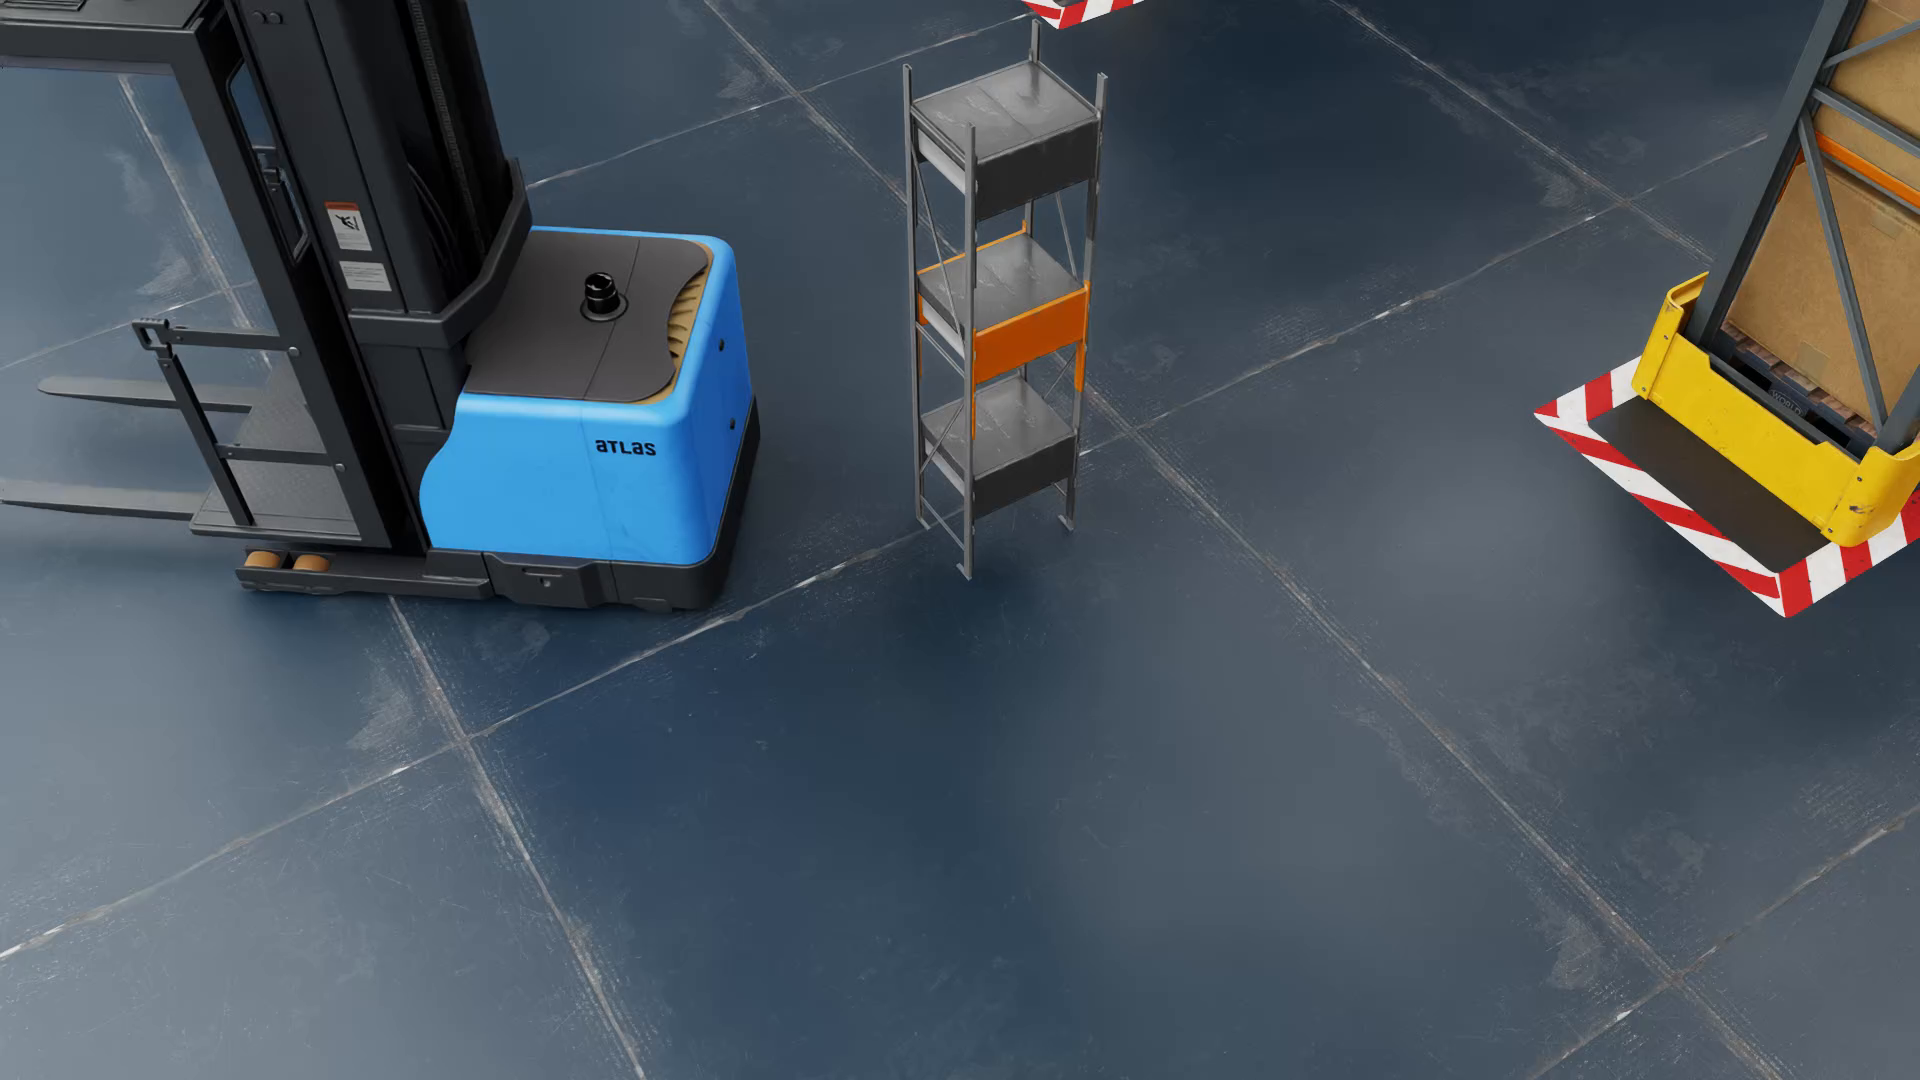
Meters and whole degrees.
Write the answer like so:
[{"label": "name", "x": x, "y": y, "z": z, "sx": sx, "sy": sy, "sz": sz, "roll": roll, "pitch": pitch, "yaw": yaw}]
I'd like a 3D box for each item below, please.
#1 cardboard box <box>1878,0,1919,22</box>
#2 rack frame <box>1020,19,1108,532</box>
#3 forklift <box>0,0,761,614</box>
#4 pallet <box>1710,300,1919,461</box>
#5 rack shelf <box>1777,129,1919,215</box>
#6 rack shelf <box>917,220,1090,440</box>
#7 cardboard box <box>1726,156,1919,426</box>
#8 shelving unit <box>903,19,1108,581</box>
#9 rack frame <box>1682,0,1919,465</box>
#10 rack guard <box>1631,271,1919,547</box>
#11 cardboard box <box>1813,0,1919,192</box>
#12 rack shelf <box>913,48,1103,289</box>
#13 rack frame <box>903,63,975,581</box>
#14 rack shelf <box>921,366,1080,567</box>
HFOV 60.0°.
[{"label": "cardboard box", "x": 3.734, "y": -1.929, "z": 5.581, "sx": 0.550, "sy": 0.550, "sz": 0.875, "roll": -25, "pitch": 53, "yaw": -21}, {"label": "rack frame", "x": 0.346, "y": -0.861, "z": 6.057, "sx": 0.015, "sy": 2.100, "sz": 0.400, "roll": -25, "pitch": 53, "yaw": -21}, {"label": "forklift", "x": -2.386, "y": -1.151, "z": 5.758, "sx": 3.031, "sy": 2.935, "sz": 1.130, "roll": 4, "pitch": 48, "yaw": 3}, {"label": "pallet", "x": 4.034, "y": -0.837, "z": 7.299, "sx": 1.213, "sy": 0.211, "sz": 1.003, "roll": -25, "pitch": 53, "yaw": -21}, {"label": "rack shelf", "x": 5.091, "y": -1.954, "z": 6.909, "sx": 4.000, "sy": 0.370, "sz": 1.077, "roll": -25, "pitch": 53, "yaw": -21}, {"label": "rack shelf", "x": 0.140, "y": -0.755, "z": 5.980, "sx": 0.480, "sy": 0.518, "sz": 0.431, "roll": -25, "pitch": 53, "yaw": -21}, {"label": "cardboard box", "x": 3.937, "y": -1.141, "z": 6.845, "sx": 0.875, "sy": 0.875, "sz": 0.875, "roll": -25, "pitch": 53, "yaw": -21}, {"label": "shelving unit", "x": 0.140, "y": -0.764, "z": 5.970, "sx": 0.503, "sy": 2.100, "sz": 0.431, "roll": -25, "pitch": 53, "yaw": -21}, {"label": "rack frame", "x": 3.399, "y": -1.396, "z": 5.930, "sx": 0.127, "sy": 3.000, "sz": 1.000, "roll": -25, "pitch": 53, "yaw": -21}, {"label": "rack guard", "x": 3.379, "y": -0.555, "z": 6.855, "sx": 0.348, "sy": 0.500, "sz": 1.175, "roll": -25, "pitch": 53, "yaw": -21}, {"label": "cardboard box", "x": 3.689, "y": -1.623, "z": 6.031, "sx": 0.550, "sy": 0.550, "sz": 0.875, "roll": -25, "pitch": 53, "yaw": -21}, {"label": "rack shelf", "x": 0.140, "y": -1.221, "z": 5.457, "sx": 0.480, "sy": 0.518, "sz": 0.431, "roll": -25, "pitch": 53, "yaw": -21}, {"label": "rack frame", "x": -0.066, "y": -0.667, "z": 5.883, "sx": 0.015, "sy": 2.100, "sz": 0.400, "roll": -25, "pitch": 53, "yaw": -21}, {"label": "rack shelf", "x": 0.140, "y": -0.290, "z": 6.503, "sx": 0.480, "sy": 0.518, "sz": 0.431, "roll": -25, "pitch": 53, "yaw": -21}]
